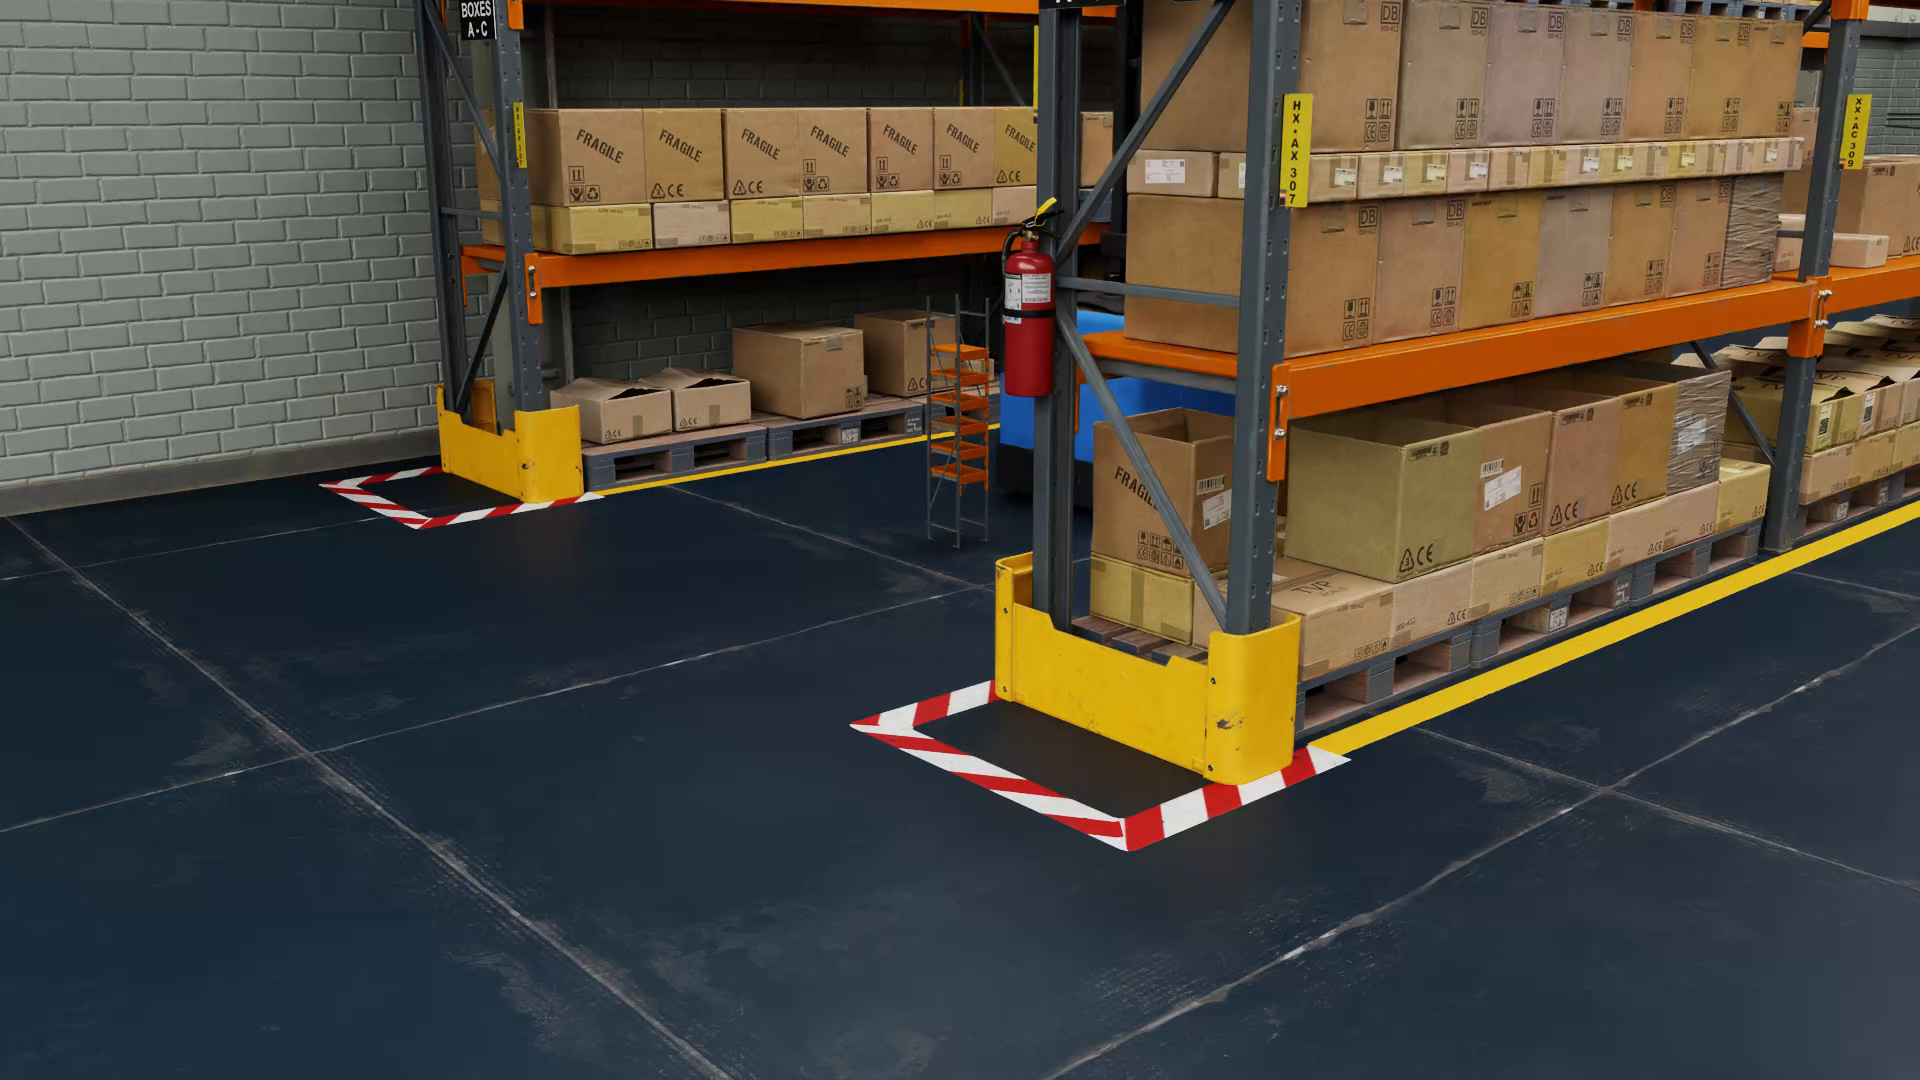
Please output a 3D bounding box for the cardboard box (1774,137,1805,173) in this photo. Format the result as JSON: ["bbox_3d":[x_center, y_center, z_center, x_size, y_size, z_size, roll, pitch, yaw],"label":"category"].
[{"bbox_3d":[3.587,-1.756,7.562,0.250,0.149,0.380,-13,20,-39],"label":"cardboard box"}]

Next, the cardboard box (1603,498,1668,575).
[{"bbox_3d":[2.694,-0.066,7.197,0.500,0.250,0.500,-13,19,-39],"label":"cardboard box"}]

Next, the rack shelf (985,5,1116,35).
[{"bbox_3d":[1.905,-3.887,12.570,4.000,0.370,1.077,-13,19,-39],"label":"rack shelf"}]

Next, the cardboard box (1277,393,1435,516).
[{"bbox_3d":[1.588,-0.363,6.857,0.500,0.500,0.500,-13,19,-39],"label":"cardboard box"}]

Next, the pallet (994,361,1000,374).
[{"bbox_3d":[0.983,-1.231,12.450,1.213,0.211,1.003,-13,19,-39],"label":"pallet"}]

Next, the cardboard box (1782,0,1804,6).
[{"bbox_3d":[8.679,-5.843,17.782,0.500,0.250,0.500,-14,20,-41],"label":"cardboard box"}]

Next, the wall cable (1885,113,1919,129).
[{"bbox_3d":[13.950,-6.766,22.159,0.112,2.526,3.097,-13,19,-39],"label":"wall cable"}]

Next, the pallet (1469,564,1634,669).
[{"bbox_3d":[2.103,0.199,7.096,1.213,0.211,1.003,-13,19,-39],"label":"pallet"}]

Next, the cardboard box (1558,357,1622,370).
[{"bbox_3d":[2.724,-0.615,7.803,0.500,0.500,0.500,-13,19,-39],"label":"cardboard box"}]

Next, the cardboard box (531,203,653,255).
[{"bbox_3d":[-2.044,-1.727,9.154,0.500,0.250,0.500,-13,20,-41],"label":"cardboard box"}]

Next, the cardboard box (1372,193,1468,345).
[{"bbox_3d":[1.387,-1.020,6.061,0.500,0.500,0.700,-12,19,-38],"label":"cardboard box"}]

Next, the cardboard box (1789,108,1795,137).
[{"bbox_3d":[8.529,-4.410,18.367,0.700,0.700,0.980,-13,20,-40],"label":"cardboard box"}]

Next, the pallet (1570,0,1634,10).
[{"bbox_3d":[5.772,-4.993,15.690,1.217,0.209,0.805,-14,20,-42],"label":"pallet"}]

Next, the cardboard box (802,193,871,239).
[{"bbox_3d":[-0.891,-1.988,10.131,0.500,0.250,0.500,-12,19,-39],"label":"cardboard box"}]

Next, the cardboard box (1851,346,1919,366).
[{"bbox_3d":[5.285,-0.910,9.272,0.500,0.311,0.500,-12,19,-38],"label":"cardboard box"}]

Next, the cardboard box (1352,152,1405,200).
[{"bbox_3d":[1.268,-1.236,5.616,0.250,0.149,0.380,-13,20,-41],"label":"cardboard box"}]

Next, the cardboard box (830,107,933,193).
[{"bbox_3d":[-0.517,-2.437,10.358,0.500,0.500,0.500,-13,20,-41],"label":"cardboard box"}]

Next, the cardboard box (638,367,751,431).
[{"bbox_3d":[-1.610,-0.878,10.084,0.500,0.311,0.500,-11,18,-35],"label":"cardboard box"}]

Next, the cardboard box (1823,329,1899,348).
[{"bbox_3d":[5.304,-1.097,9.974,0.500,0.311,0.500,-13,20,-41],"label":"cardboard box"}]

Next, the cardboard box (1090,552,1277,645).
[{"bbox_3d":[0.844,0.172,6.307,0.500,0.250,0.500,-13,19,-39],"label":"cardboard box"}]

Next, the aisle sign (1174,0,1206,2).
[{"bbox_3d":[0.785,-1.990,4.850,0.004,0.787,0.394,-13,19,-39],"label":"aisle sign"}]

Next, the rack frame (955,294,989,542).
[{"bbox_3d":[0.058,-0.593,8.144,0.006,1.200,0.240,-13,19,-39],"label":"rack frame"}]

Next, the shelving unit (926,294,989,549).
[{"bbox_3d":[-0.011,-0.577,8.086,0.189,1.200,0.258,-13,19,-39],"label":"shelving unit"}]

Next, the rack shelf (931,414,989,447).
[{"bbox_3d":[-0.011,-0.534,8.097,0.180,0.103,0.258,-13,19,-39],"label":"rack shelf"}]

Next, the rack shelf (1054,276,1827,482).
[{"bbox_3d":[2.142,-0.796,6.812,4.000,0.370,1.077,-13,19,-39],"label":"rack shelf"}]

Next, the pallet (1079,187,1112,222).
[{"bbox_3d":[1.069,-2.455,11.999,1.213,0.211,1.003,-13,19,-39],"label":"pallet"}]

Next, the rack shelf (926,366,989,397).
[{"bbox_3d":[-0.011,-0.766,8.035,0.180,0.103,0.258,-13,19,-39],"label":"rack shelf"}]

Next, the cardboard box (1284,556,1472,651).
[{"bbox_3d":[1.559,0.188,6.249,0.500,0.250,0.500,-13,19,-39],"label":"cardboard box"}]

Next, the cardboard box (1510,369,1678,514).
[{"bbox_3d":[2.685,-0.430,7.110,0.500,0.500,0.500,-13,19,-39],"label":"cardboard box"}]

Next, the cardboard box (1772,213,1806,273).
[{"bbox_3d":[3.994,-1.502,8.351,0.500,0.250,0.500,-11,19,-36],"label":"cardboard box"}]

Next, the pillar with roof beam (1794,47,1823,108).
[{"bbox_3d":[13.744,-7.165,17.637,0.400,9.000,9.100,-13,19,-39],"label":"pillar with roof beam"}]

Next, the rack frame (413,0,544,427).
[{"bbox_3d":[-2.621,-1.769,9.059,0.127,3.000,1.000,-13,19,-39],"label":"rack frame"}]

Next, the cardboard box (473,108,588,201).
[{"bbox_3d":[-2.405,-2.189,9.433,0.500,0.500,0.500,-13,20,-40],"label":"cardboard box"}]

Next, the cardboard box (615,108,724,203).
[{"bbox_3d":[-1.684,-2.172,9.369,0.500,0.500,0.500,-13,19,-39],"label":"cardboard box"}]

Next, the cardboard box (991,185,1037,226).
[{"bbox_3d":[0.238,-2.244,11.091,0.500,0.250,0.500,-13,19,-39],"label":"cardboard box"}]

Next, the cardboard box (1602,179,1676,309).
[{"bbox_3d":[2.546,-1.280,7.034,0.500,0.500,0.700,-12,19,-39],"label":"cardboard box"}]

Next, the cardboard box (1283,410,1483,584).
[{"bbox_3d":[1.560,-0.174,6.151,0.500,0.500,0.500,-13,19,-39],"label":"cardboard box"}]

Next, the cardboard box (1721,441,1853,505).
[{"bbox_3d":[4.118,-0.377,8.364,0.500,0.250,0.500,-13,20,-41],"label":"cardboard box"}]

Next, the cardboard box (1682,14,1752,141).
[{"bbox_3d":[2.940,-1.995,7.200,0.500,0.500,0.700,-13,20,-39],"label":"cardboard box"}]

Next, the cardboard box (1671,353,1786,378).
[{"bbox_3d":[4.157,-0.842,9.016,0.500,0.311,0.500,-12,19,-38],"label":"cardboard box"}]

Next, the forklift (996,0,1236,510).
[{"bbox_3d":[1.632,-1.814,9.362,3.031,2.935,1.130,-13,20,-40],"label":"forklift"}]

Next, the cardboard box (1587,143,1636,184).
[{"bbox_3d":[2.429,-1.496,6.588,0.250,0.149,0.380,-12,19,-38],"label":"cardboard box"}]

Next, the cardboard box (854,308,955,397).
[{"bbox_3d":[-0.360,-1.268,11.174,0.500,0.500,0.500,14,21,43],"label":"cardboard box"}]

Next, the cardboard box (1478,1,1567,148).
[{"bbox_3d":[1.807,-1.741,6.249,0.500,0.500,0.700,-13,19,-39],"label":"cardboard box"}]

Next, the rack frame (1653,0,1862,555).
[{"bbox_3d":[3.651,-1.483,7.988,0.127,3.000,1.000,-13,19,-39],"label":"rack frame"}]

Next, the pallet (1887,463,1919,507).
[{"bbox_3d":[5.102,-0.475,9.621,1.213,0.211,1.003,-13,19,-39],"label":"pallet"}]

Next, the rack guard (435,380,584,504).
[{"bbox_3d":[-2.564,-0.574,9.430,0.348,0.500,1.175,-13,19,-39],"label":"rack guard"}]

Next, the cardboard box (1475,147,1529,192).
[{"bbox_3d":[1.849,-1.366,6.102,0.250,0.149,0.380,-14,20,-41],"label":"cardboard box"}]

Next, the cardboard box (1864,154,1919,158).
[{"bbox_3d":[5.414,-1.921,9.436,0.500,0.500,0.500,-14,20,-42],"label":"cardboard box"}]

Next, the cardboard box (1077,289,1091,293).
[{"bbox_3d":[0.941,-1.579,12.340,0.500,0.500,0.700,-12,19,-38],"label":"cardboard box"}]

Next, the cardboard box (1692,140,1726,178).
[{"bbox_3d":[3.005,-1.625,7.072,0.250,0.149,0.380,-13,20,-39],"label":"cardboard box"}]

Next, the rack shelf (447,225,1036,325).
[{"bbox_3d":[-1.112,-1.760,10.420,4.000,0.370,1.077,-13,19,-39],"label":"rack shelf"}]

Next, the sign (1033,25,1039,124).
[{"bbox_3d":[0.288,-1.587,5.675,0.005,0.325,0.100,-13,19,-39],"label":"sign"}]

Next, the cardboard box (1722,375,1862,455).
[{"bbox_3d":[4.126,-0.649,8.297,0.500,0.311,0.500,-13,19,-39],"label":"cardboard box"}]
